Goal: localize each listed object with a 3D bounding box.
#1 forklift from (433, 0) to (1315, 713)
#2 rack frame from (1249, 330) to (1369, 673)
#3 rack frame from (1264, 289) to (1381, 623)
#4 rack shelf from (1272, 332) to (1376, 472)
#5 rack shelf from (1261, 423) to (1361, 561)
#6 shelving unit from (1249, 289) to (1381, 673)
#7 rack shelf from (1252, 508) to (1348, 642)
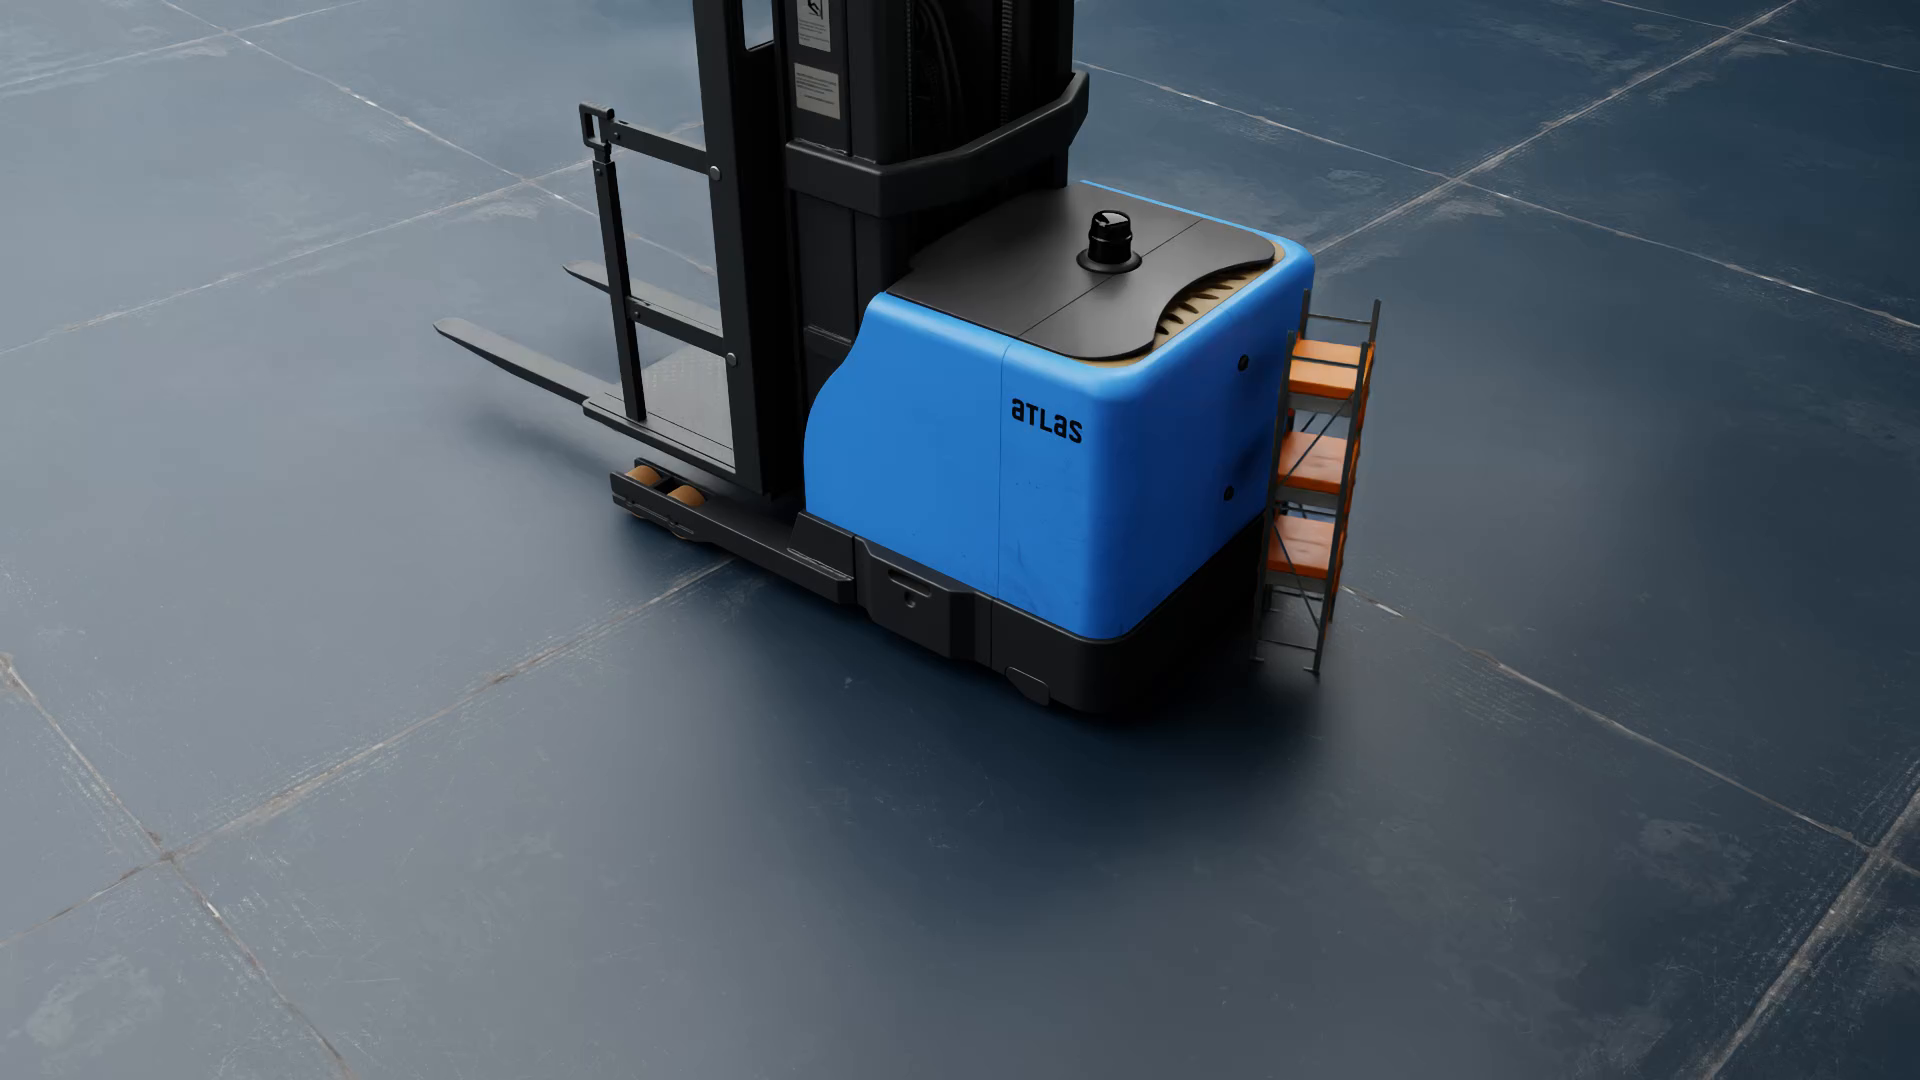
[{"bbox_3d":[-0.493,-1.419,4.723,3.031,2.935,1.130,24,41,30],"label":"forklift"},{"bbox_3d":[0.920,-0.075,4.438,0.200,1.050,0.008,11,36,16],"label":"rack frame"},{"bbox_3d":[0.998,-0.207,4.628,0.200,1.050,0.008,11,36,16],"label":"rack frame"},{"bbox_3d":[0.957,-0.366,4.377,0.215,0.259,0.240,11,36,16],"label":"rack shelf"},{"bbox_3d":[0.959,-0.132,4.539,0.215,0.259,0.240,11,36,16],"label":"rack shelf"},{"bbox_3d":[0.959,-0.141,4.533,0.215,1.050,0.252,11,36,16],"label":"shelving unit"},{"bbox_3d":[0.960,0.096,4.697,0.215,0.259,0.240,11,36,16],"label":"rack shelf"}]
